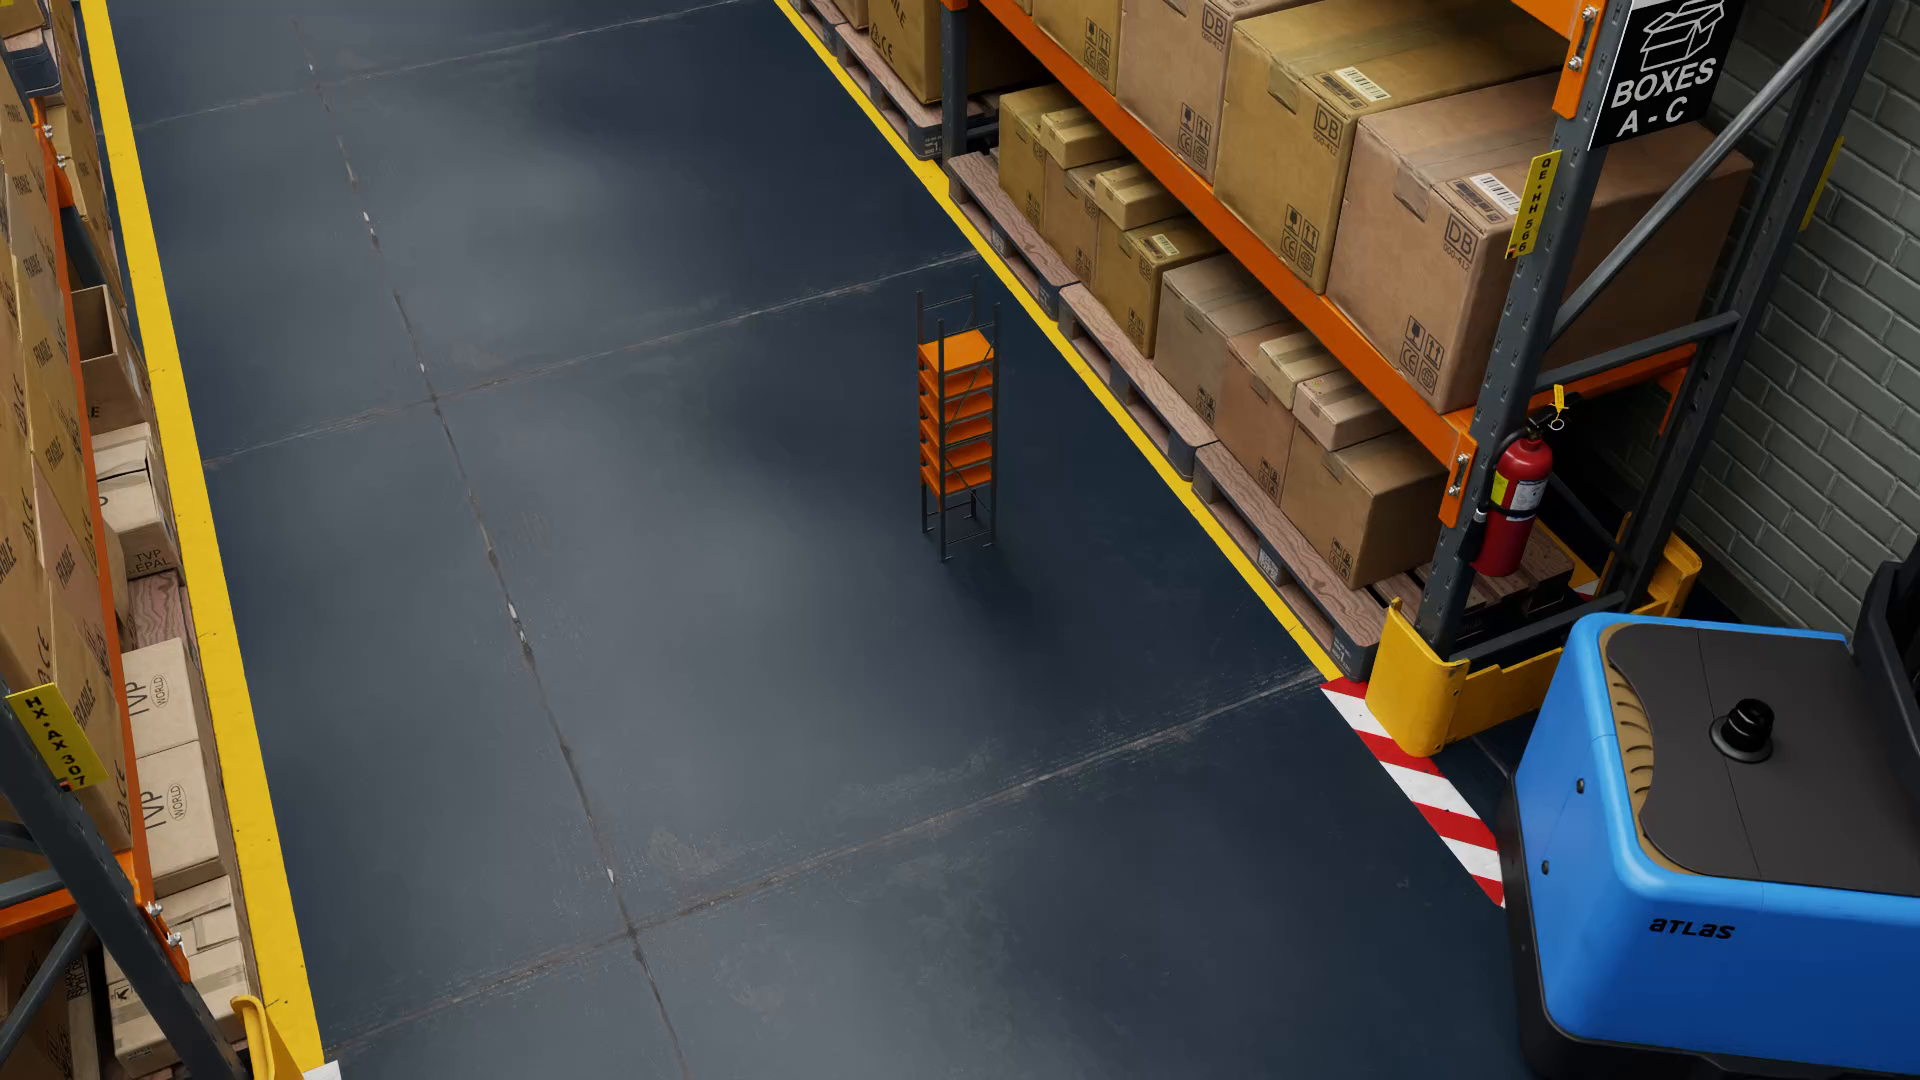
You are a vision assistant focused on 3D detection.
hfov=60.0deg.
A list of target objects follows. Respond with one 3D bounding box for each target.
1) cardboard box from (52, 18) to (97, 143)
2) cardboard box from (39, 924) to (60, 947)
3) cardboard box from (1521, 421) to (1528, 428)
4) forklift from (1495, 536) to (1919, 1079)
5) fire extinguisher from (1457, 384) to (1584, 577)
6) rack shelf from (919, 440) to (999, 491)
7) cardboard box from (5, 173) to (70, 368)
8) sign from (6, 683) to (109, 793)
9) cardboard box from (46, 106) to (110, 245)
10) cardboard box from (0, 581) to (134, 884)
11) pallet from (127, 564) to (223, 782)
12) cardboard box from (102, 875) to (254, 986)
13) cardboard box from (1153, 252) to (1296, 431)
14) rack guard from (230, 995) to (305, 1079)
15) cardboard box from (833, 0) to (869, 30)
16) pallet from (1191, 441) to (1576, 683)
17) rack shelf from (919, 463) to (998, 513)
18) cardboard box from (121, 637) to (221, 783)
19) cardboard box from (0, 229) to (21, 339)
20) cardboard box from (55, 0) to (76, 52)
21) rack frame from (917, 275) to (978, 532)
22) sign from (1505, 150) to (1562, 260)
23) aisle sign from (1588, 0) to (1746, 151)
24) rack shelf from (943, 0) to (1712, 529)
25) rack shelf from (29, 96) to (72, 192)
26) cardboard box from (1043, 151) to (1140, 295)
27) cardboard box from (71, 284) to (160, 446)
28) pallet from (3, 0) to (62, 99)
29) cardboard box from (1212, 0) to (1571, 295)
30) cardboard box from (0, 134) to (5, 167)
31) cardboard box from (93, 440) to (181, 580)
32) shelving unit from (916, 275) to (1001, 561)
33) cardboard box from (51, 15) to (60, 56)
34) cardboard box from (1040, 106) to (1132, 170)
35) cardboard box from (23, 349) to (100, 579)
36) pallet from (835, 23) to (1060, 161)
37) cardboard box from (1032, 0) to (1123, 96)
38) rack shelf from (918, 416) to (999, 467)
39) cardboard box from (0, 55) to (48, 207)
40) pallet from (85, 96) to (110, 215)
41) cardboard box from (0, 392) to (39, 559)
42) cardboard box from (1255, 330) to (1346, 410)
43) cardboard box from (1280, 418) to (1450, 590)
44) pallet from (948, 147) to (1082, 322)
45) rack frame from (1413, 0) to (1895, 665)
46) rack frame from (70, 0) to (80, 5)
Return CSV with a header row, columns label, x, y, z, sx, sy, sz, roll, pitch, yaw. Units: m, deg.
label,x,y,z,sx,sy,sz,roll,pitch,yaw
cardboard box,-4.740,-2.279,8.391,0.500,0.500,0.500,-20,48,-19
cardboard box,-2.967,1.190,5.112,0.380,0.166,0.250,-18,47,-17
cardboard box,1.916,-0.455,6.095,0.380,0.149,0.250,-18,47,-17
forklift,3.275,0.395,4.263,3.031,2.935,1.130,5,45,5
fire extinguisher,1.712,-0.176,5.113,0.296,0.674,0.183,-18,47,-17
rack shelf,-0.006,-0.319,6.453,0.258,0.103,0.180,-18,47,-17
cardboard box,-3.229,-0.790,5.344,0.500,0.500,0.500,-17,47,-17
sign,-1.933,0.428,3.564,0.100,0.325,0.005,-18,47,-17
cardboard box,-4.324,-1.636,7.739,0.500,0.500,0.500,-17,47,-17
cardboard box,-2.373,0.500,4.036,0.500,0.500,0.500,-17,47,-17
pallet,-3.303,0.557,6.036,1.003,0.211,1.213,-18,47,-17
cardboard box,-2.395,1.221,5.081,0.380,0.166,0.250,-18,47,-17
cardboard box,1.260,-0.884,6.991,0.700,0.500,0.500,-19,48,-19
rack guard,-2.458,1.738,4.633,1.175,0.500,0.348,-18,47,-17
cardboard box,-0.382,-3.443,9.336,0.750,0.750,0.750,-17,47,-16
pallet,1.660,-0.062,6.663,1.003,0.211,1.213,-18,47,-17
rack shelf,-0.006,-0.234,6.538,0.258,0.103,0.180,-18,47,-17
cardboard box,-2.817,0.651,5.599,0.500,0.250,0.500,-18,47,-17
cardboard box,-3.020,-0.830,4.673,0.500,0.500,0.500,-18,48,-18
cardboard box,-5.183,-2.942,9.062,0.500,0.500,0.500,-16,47,-16
rack frame,-0.045,-0.495,6.397,0.240,1.200,0.006,-18,47,-17
sign,1.569,-0.914,4.547,0.100,0.325,0.005,-18,47,-17
aisle sign,1.825,-1.360,4.141,0.394,0.787,0.004,-18,47,-17
rack shelf,1.226,-1.587,6.735,1.077,0.370,4.000,-18,47,-17
rack shelf,-4.949,-2.671,7.833,1.077,0.370,4.000,-18,47,-17
cardboard box,0.815,-1.549,7.665,0.700,0.500,0.500,-18,48,-18
cardboard box,-3.611,-0.640,6.729,0.500,0.500,0.500,-18,47,-17
pallet,-4.345,-2.126,6.905,1.003,0.211,1.213,-18,47,-17
cardboard box,1.528,-1.458,5.878,0.980,0.700,0.700,-18,48,-18
cardboard box,-3.442,-1.472,5.324,0.500,0.500,0.500,-19,48,-18
cardboard box,-3.295,-0.095,6.311,0.500,0.311,0.500,-18,47,-17
shelving unit,-0.006,-0.436,6.338,0.258,1.200,0.189,-18,47,-17
cardboard box,-4.722,-2.523,8.104,0.500,0.250,0.500,-19,48,-18
cardboard box,0.585,-1.829,7.487,0.380,0.149,0.250,-17,47,-16
cardboard box,-2.803,-0.148,4.693,0.500,0.500,0.500,-18,47,-18
pallet,-0.008,-2.595,9.229,1.003,0.211,1.213,-18,47,-17
cardboard box,0.901,-2.407,6.840,0.980,0.700,0.700,-19,48,-18
rack shelf,-0.006,-0.405,6.369,0.258,0.103,0.180,-18,47,-17
cardboard box,-3.665,-1.445,6.008,0.500,0.500,0.500,-17,47,-17
pallet,-5.001,-1.945,8.571,1.003,0.211,1.213,-18,47,-17
cardboard box,-2.600,-0.186,4.020,0.500,0.500,0.500,-18,47,-17
cardboard box,1.355,-0.666,6.309,0.380,0.149,0.250,-17,47,-16
cardboard box,1.682,-0.245,6.343,0.700,0.500,0.500,-18,47,-17
pallet,0.634,-1.617,8.239,1.003,0.211,1.213,-18,47,-17
rack frame,2.067,-0.569,5.191,1.000,3.000,0.127,-18,47,-17
rack frame,-5.790,-4.201,8.872,1.000,3.000,0.127,-18,47,-17
